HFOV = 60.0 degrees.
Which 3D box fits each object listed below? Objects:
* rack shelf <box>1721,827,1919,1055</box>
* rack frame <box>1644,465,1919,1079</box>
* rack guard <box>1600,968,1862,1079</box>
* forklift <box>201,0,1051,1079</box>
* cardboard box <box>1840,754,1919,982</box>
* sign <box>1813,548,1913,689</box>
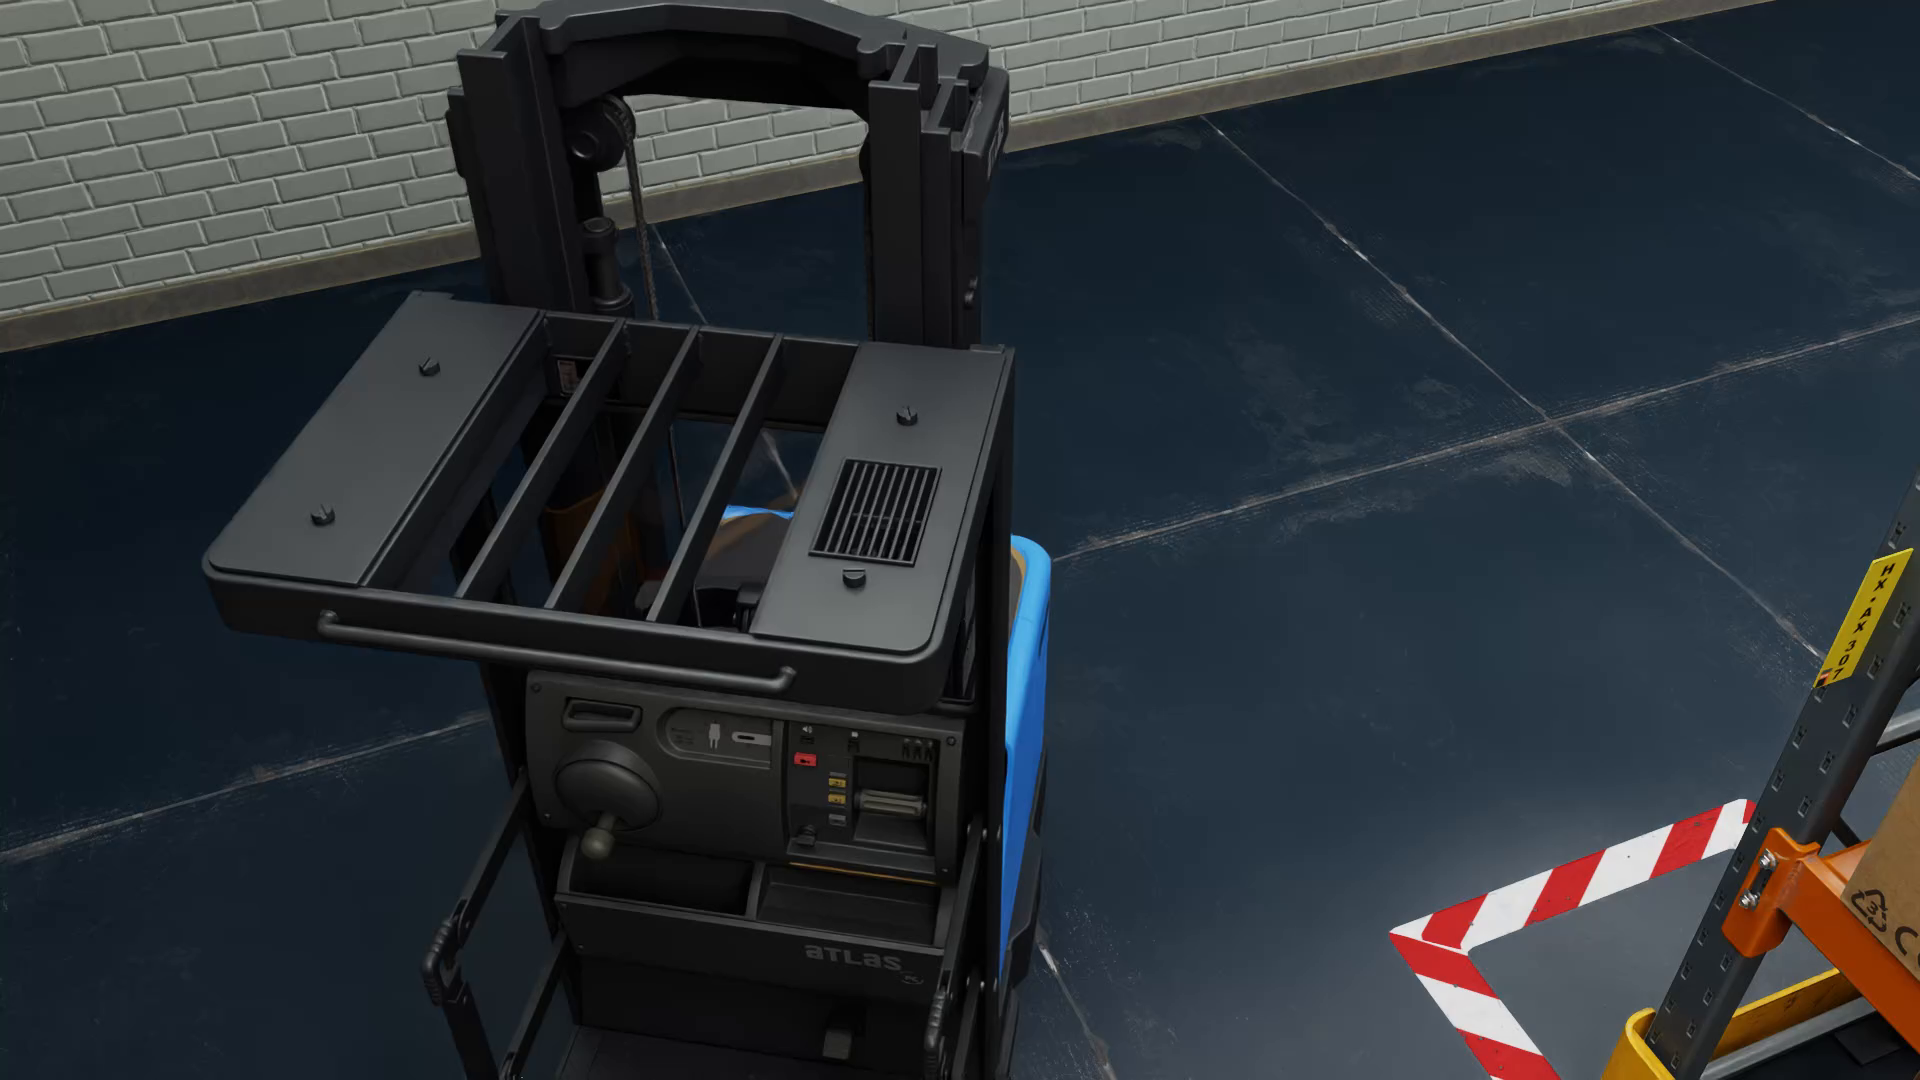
[{"bbox_3d":[2.956,1.820,2.384,1.077,0.370,4.000,-15,43,-17],"label":"rack shelf"},{"bbox_3d":[2.190,0.343,3.551,1.000,3.000,0.127,-15,43,-17],"label":"rack frame"},{"bbox_3d":[2.220,1.336,4.313,1.175,0.500,0.348,-15,43,-17],"label":"rack guard"},{"bbox_3d":[-0.491,0.590,3.316,1.130,2.935,3.031,6,41,7],"label":"forklift"},{"bbox_3d":[2.117,0.638,3.131,0.500,0.500,0.500,-14,43,-16],"label":"cardboard box"},{"bbox_3d":[1.689,0.150,3.111,0.100,0.325,0.005,-15,43,-17],"label":"sign"}]
